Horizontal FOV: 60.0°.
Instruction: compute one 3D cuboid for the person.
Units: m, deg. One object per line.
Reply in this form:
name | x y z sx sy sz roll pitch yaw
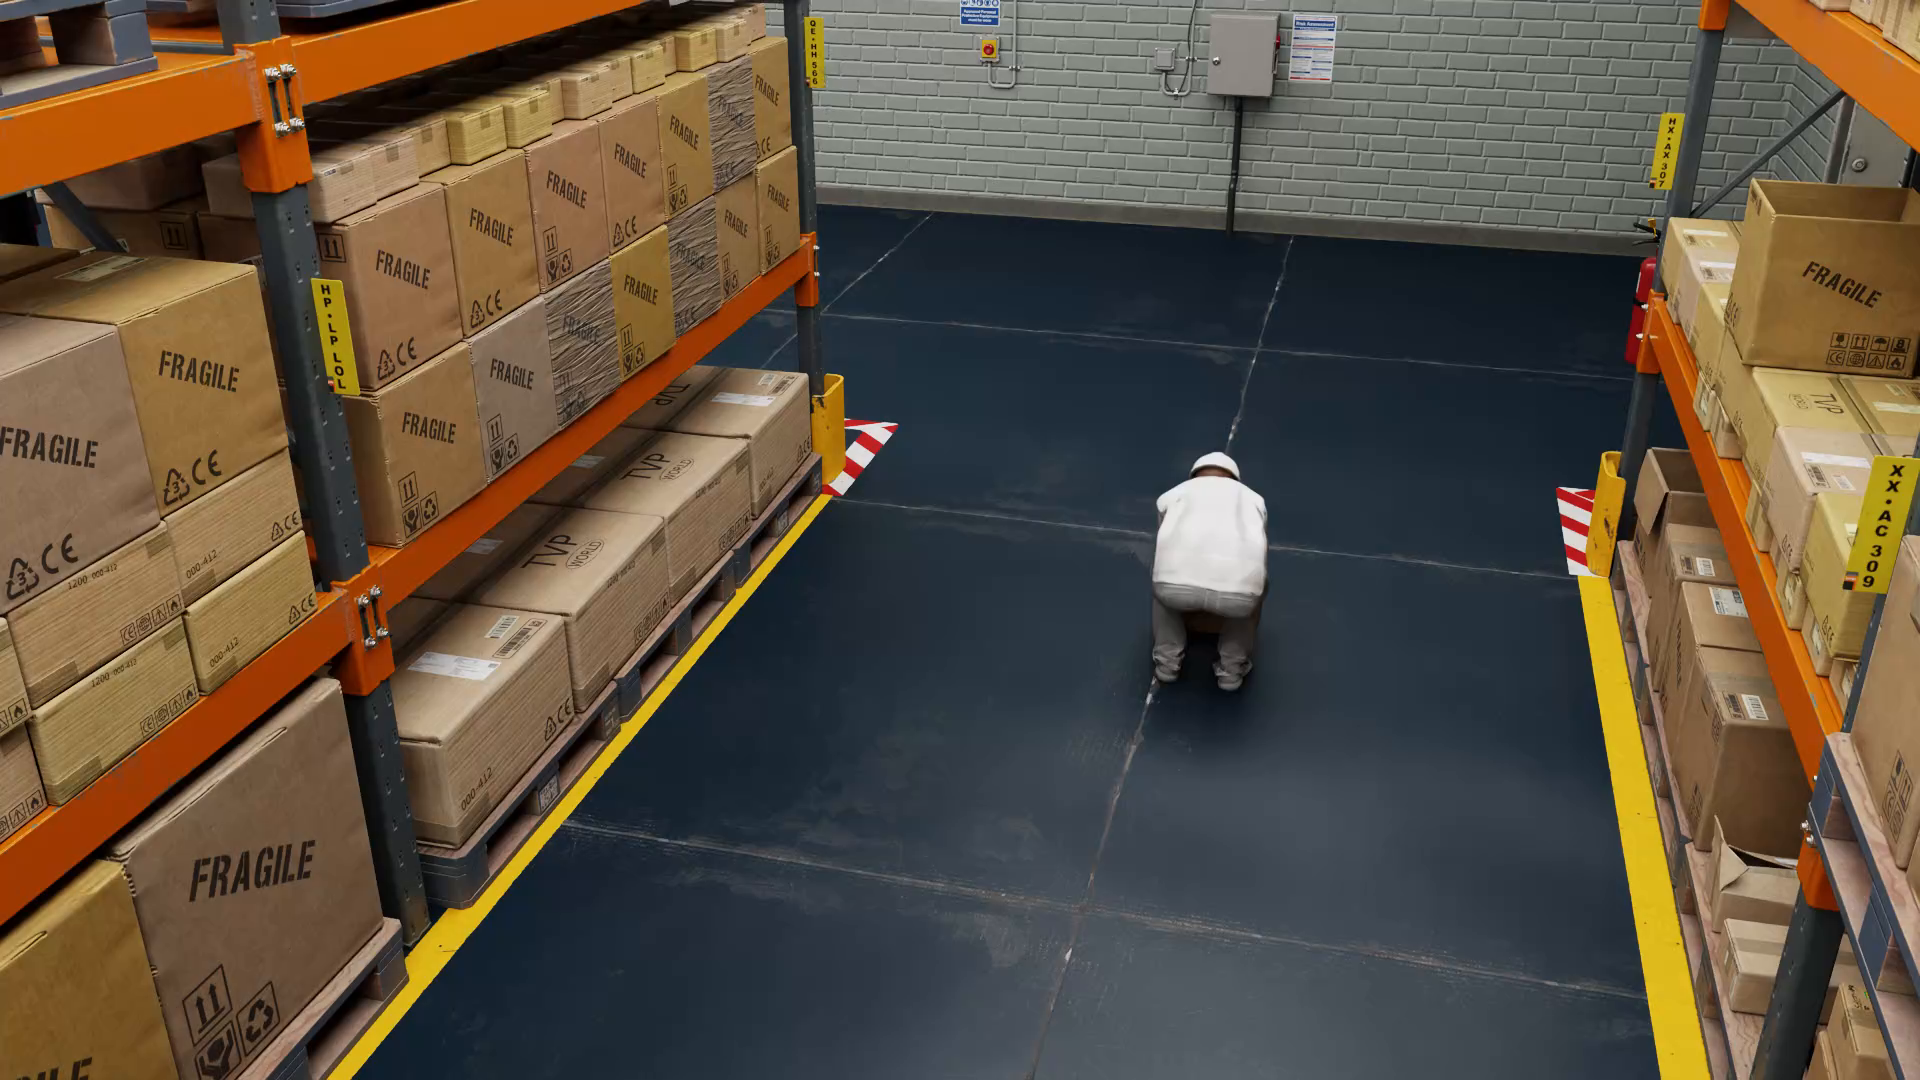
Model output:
person | 1.050 0.132 6.991 0.504 0.794 0.994 6 26 12
